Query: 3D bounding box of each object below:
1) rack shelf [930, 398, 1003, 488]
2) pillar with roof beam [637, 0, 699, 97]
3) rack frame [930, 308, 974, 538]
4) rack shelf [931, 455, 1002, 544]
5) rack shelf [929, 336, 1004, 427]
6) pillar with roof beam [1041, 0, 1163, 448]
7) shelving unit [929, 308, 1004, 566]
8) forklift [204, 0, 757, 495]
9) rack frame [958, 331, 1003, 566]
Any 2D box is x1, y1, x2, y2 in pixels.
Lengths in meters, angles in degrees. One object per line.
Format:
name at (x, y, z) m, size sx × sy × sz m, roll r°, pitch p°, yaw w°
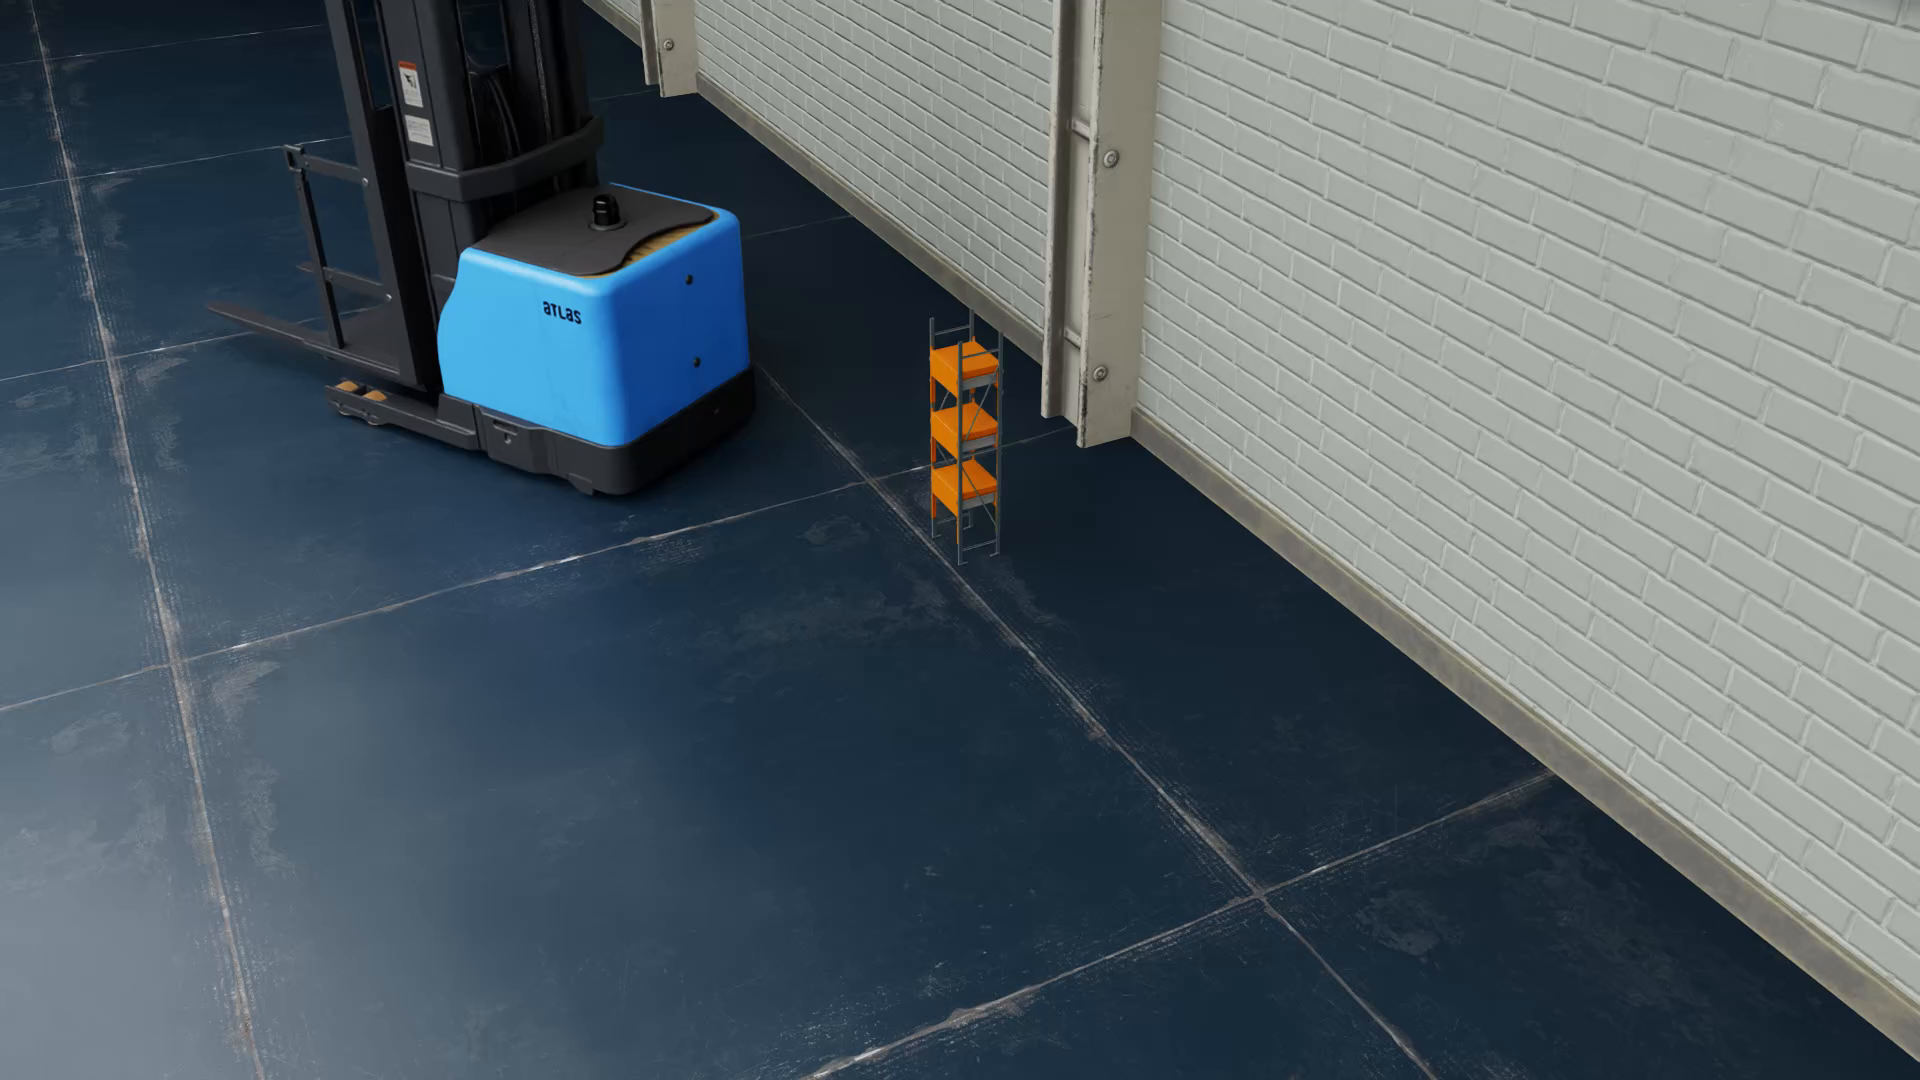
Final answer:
rack shelf at (0.025, -0.408, 6.933) m, size 0.215 × 0.259 × 0.240 m, roll -16°, pitch 36°, yaw -23°
pillar with roof beam at (-5.981, -6.139, 8.490) m, size 9.100 × 9.000 × 0.400 m, roll -16°, pitch 36°, yaw -23°
rack frame at (-0.032, -0.475, 7.018) m, size 0.200 × 1.050 × 0.008 m, roll -16°, pitch 36°, yaw -23°
rack shelf at (0.025, -0.174, 7.083) m, size 0.215 × 0.259 × 0.240 m, roll -16°, pitch 36°, yaw -23°
rack shelf at (0.025, -0.647, 6.780) m, size 0.215 × 0.259 × 0.240 m, roll -16°, pitch 36°, yaw -23°
pillar with roof beam at (-3.183, -3.275, 4.021) m, size 9.100 × 9.000 × 0.400 m, roll -16°, pitch 36°, yaw -23°
shelving unit at (0.025, -0.417, 6.927) m, size 0.215 × 1.050 × 0.252 m, roll -16°, pitch 36°, yaw -23°
forklift at (-2.522, -2.017, 7.682) m, size 3.031 × 2.935 × 1.130 m, roll 18°, pitch 37°, yaw 26°
rack frame at (0.082, -0.358, 6.836) m, size 0.200 × 1.050 × 0.008 m, roll -16°, pitch 36°, yaw -23°
